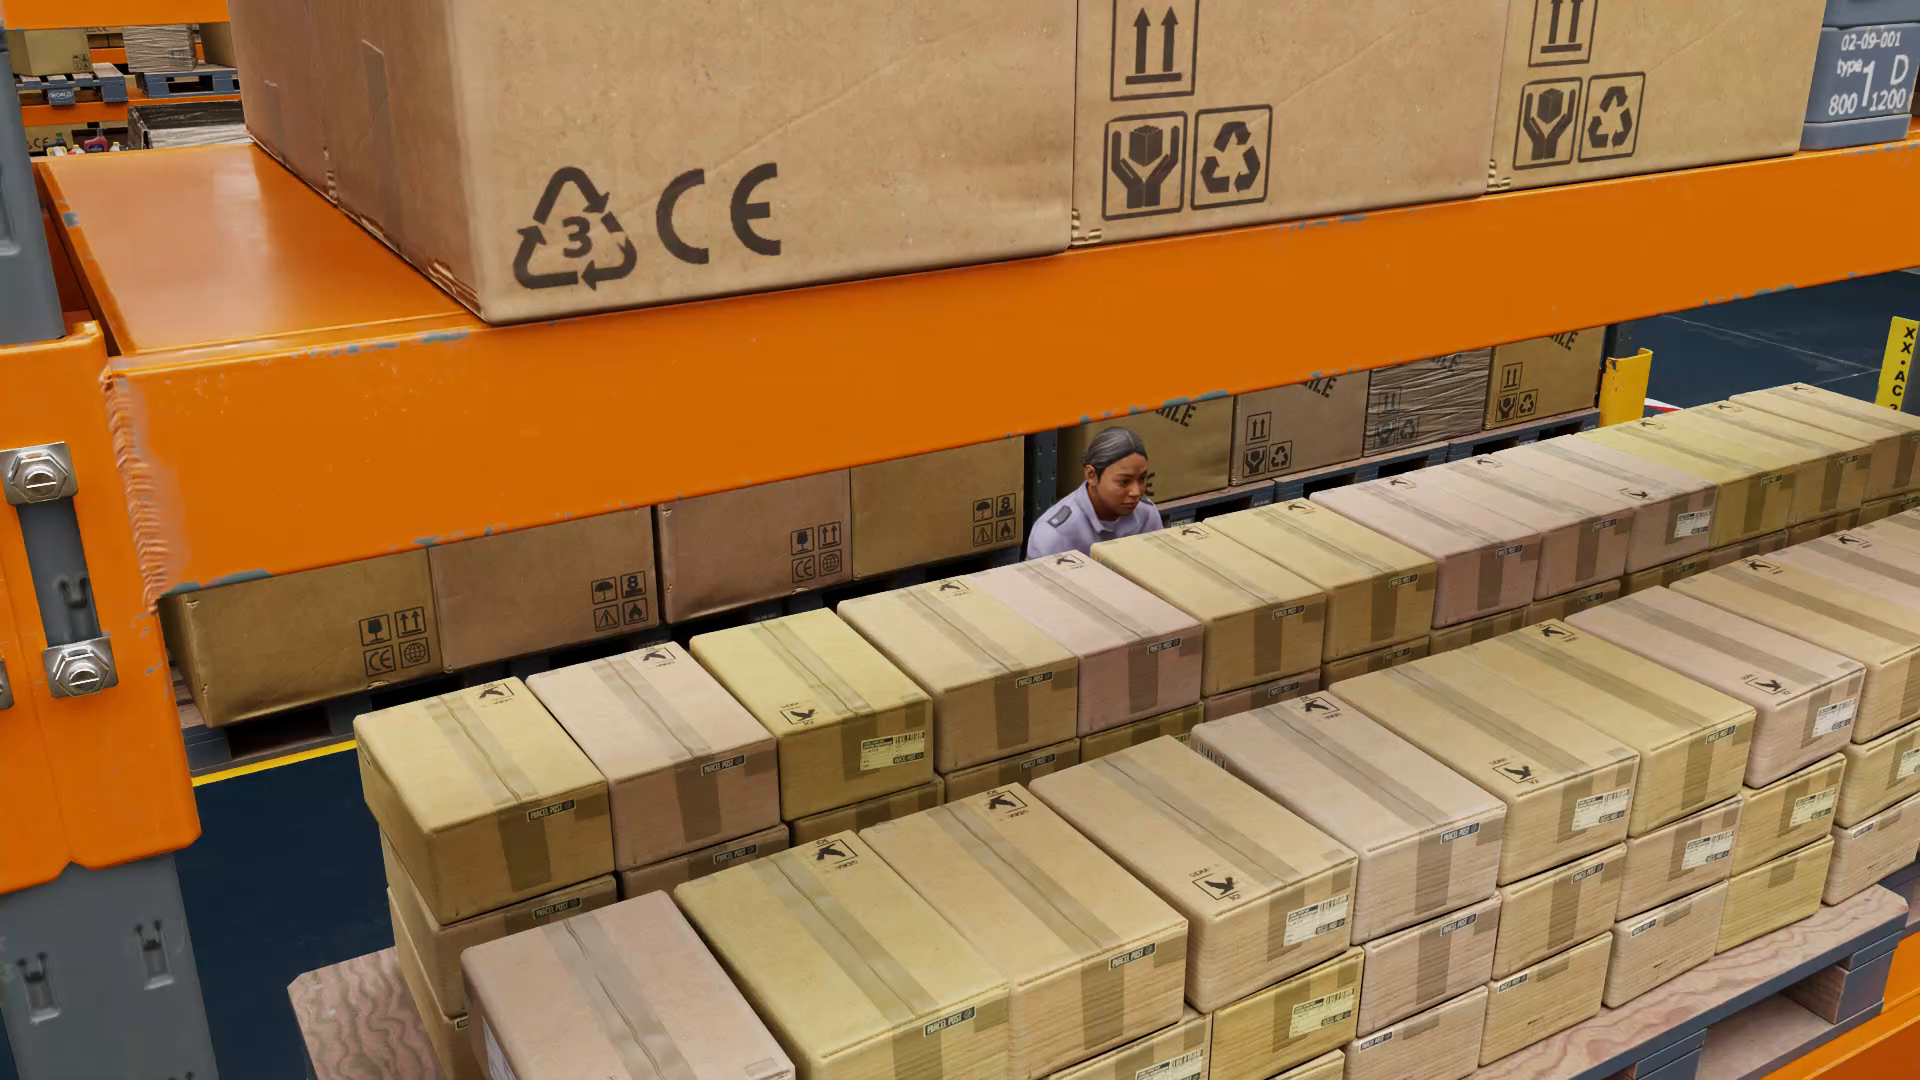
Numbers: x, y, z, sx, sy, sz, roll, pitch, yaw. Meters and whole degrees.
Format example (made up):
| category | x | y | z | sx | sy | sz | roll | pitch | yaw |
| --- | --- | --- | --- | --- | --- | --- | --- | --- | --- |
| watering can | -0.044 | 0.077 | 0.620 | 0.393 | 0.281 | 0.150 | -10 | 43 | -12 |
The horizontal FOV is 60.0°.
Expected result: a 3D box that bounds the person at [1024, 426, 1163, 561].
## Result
| category | x | y | z | sx | sy | sz | roll | pitch | yaw |
| --- | --- | --- | --- | --- | --- | --- | --- | --- | --- |
| person | 0.392 | 0.432 | 5.024 | 0.537 | 1.652 | 0.372 | -12 | 25 | -28 |
